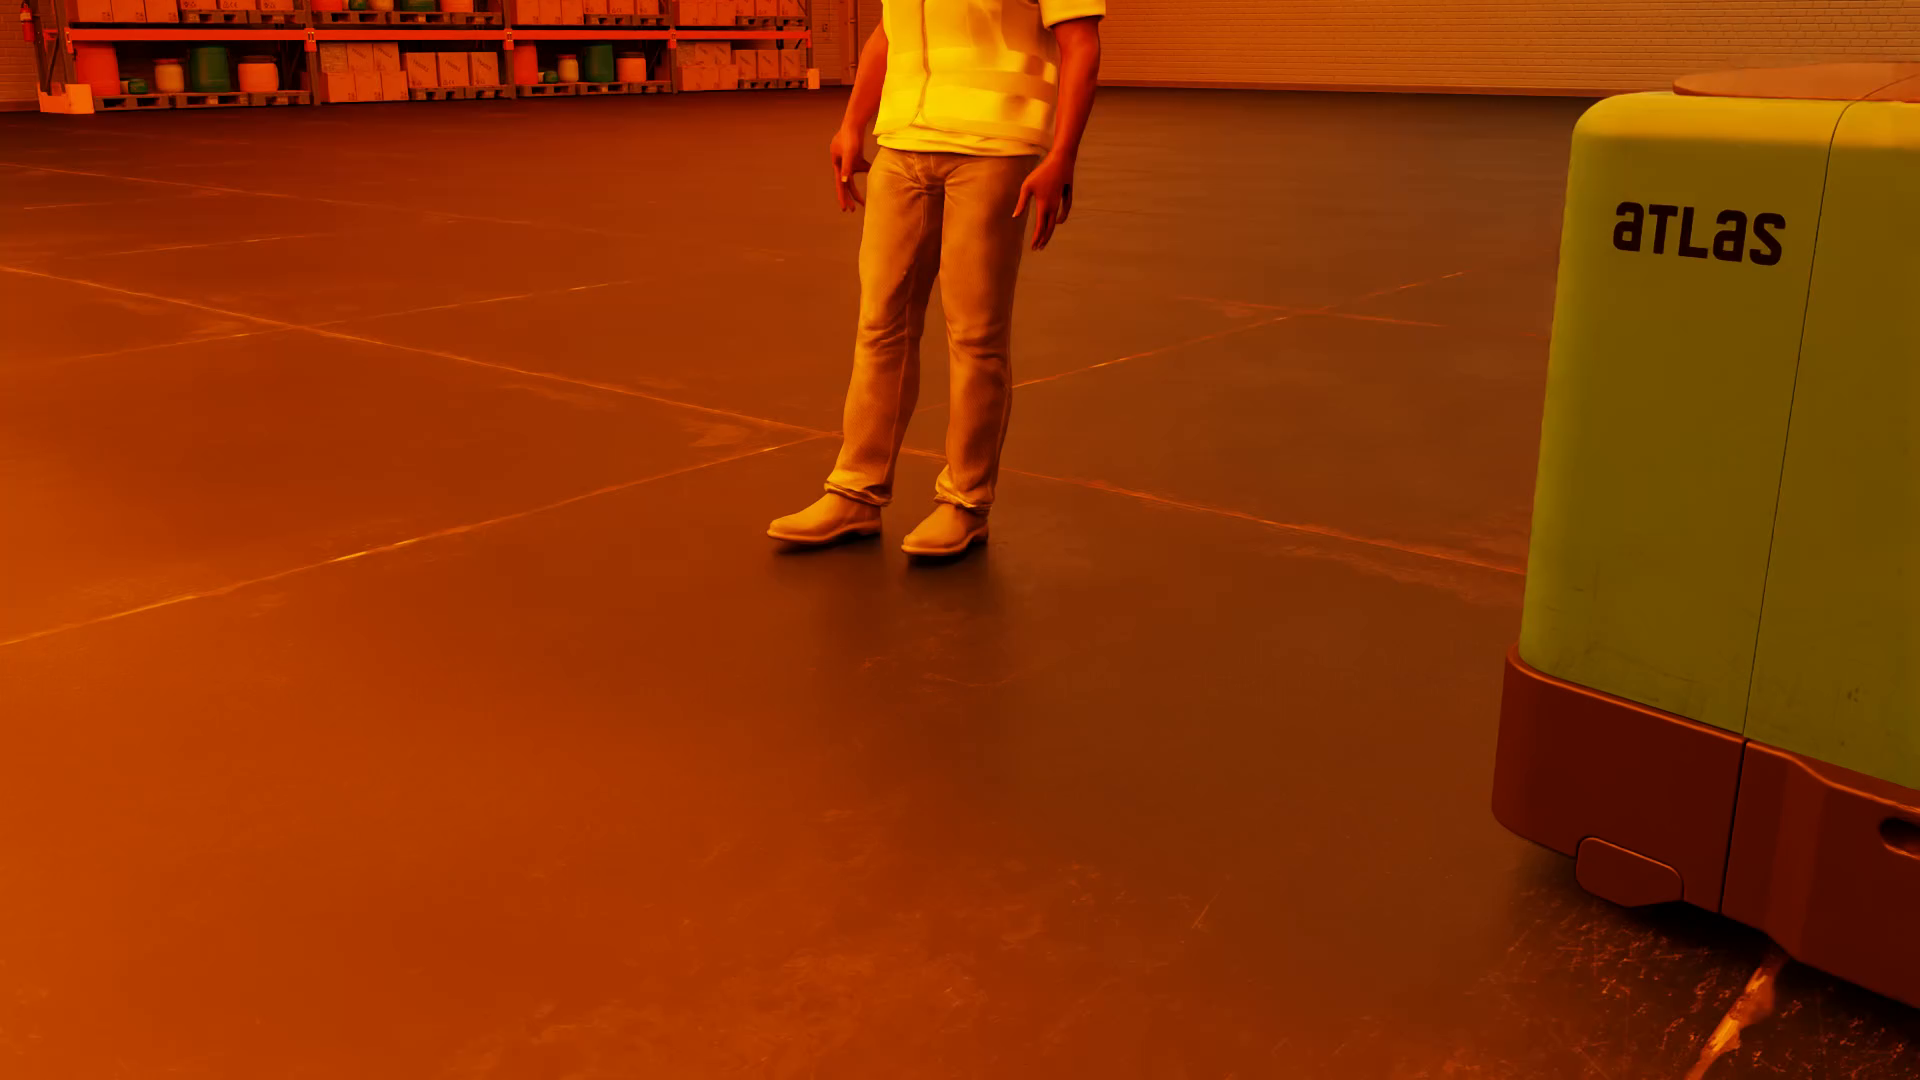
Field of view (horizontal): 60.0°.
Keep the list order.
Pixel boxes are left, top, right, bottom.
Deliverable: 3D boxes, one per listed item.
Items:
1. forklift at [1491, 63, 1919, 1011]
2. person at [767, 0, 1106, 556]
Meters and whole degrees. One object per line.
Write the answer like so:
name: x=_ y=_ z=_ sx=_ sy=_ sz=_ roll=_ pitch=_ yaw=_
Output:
forklift: x=2.101 y=-0.702 z=1.209 sx=1.130 sy=2.935 sz=3.031 roll=-14 pitch=22 yaw=-38
person: x=-0.049 y=-0.837 z=3.635 sx=0.665 sy=1.768 sz=0.575 roll=13 pitch=21 yaw=37
